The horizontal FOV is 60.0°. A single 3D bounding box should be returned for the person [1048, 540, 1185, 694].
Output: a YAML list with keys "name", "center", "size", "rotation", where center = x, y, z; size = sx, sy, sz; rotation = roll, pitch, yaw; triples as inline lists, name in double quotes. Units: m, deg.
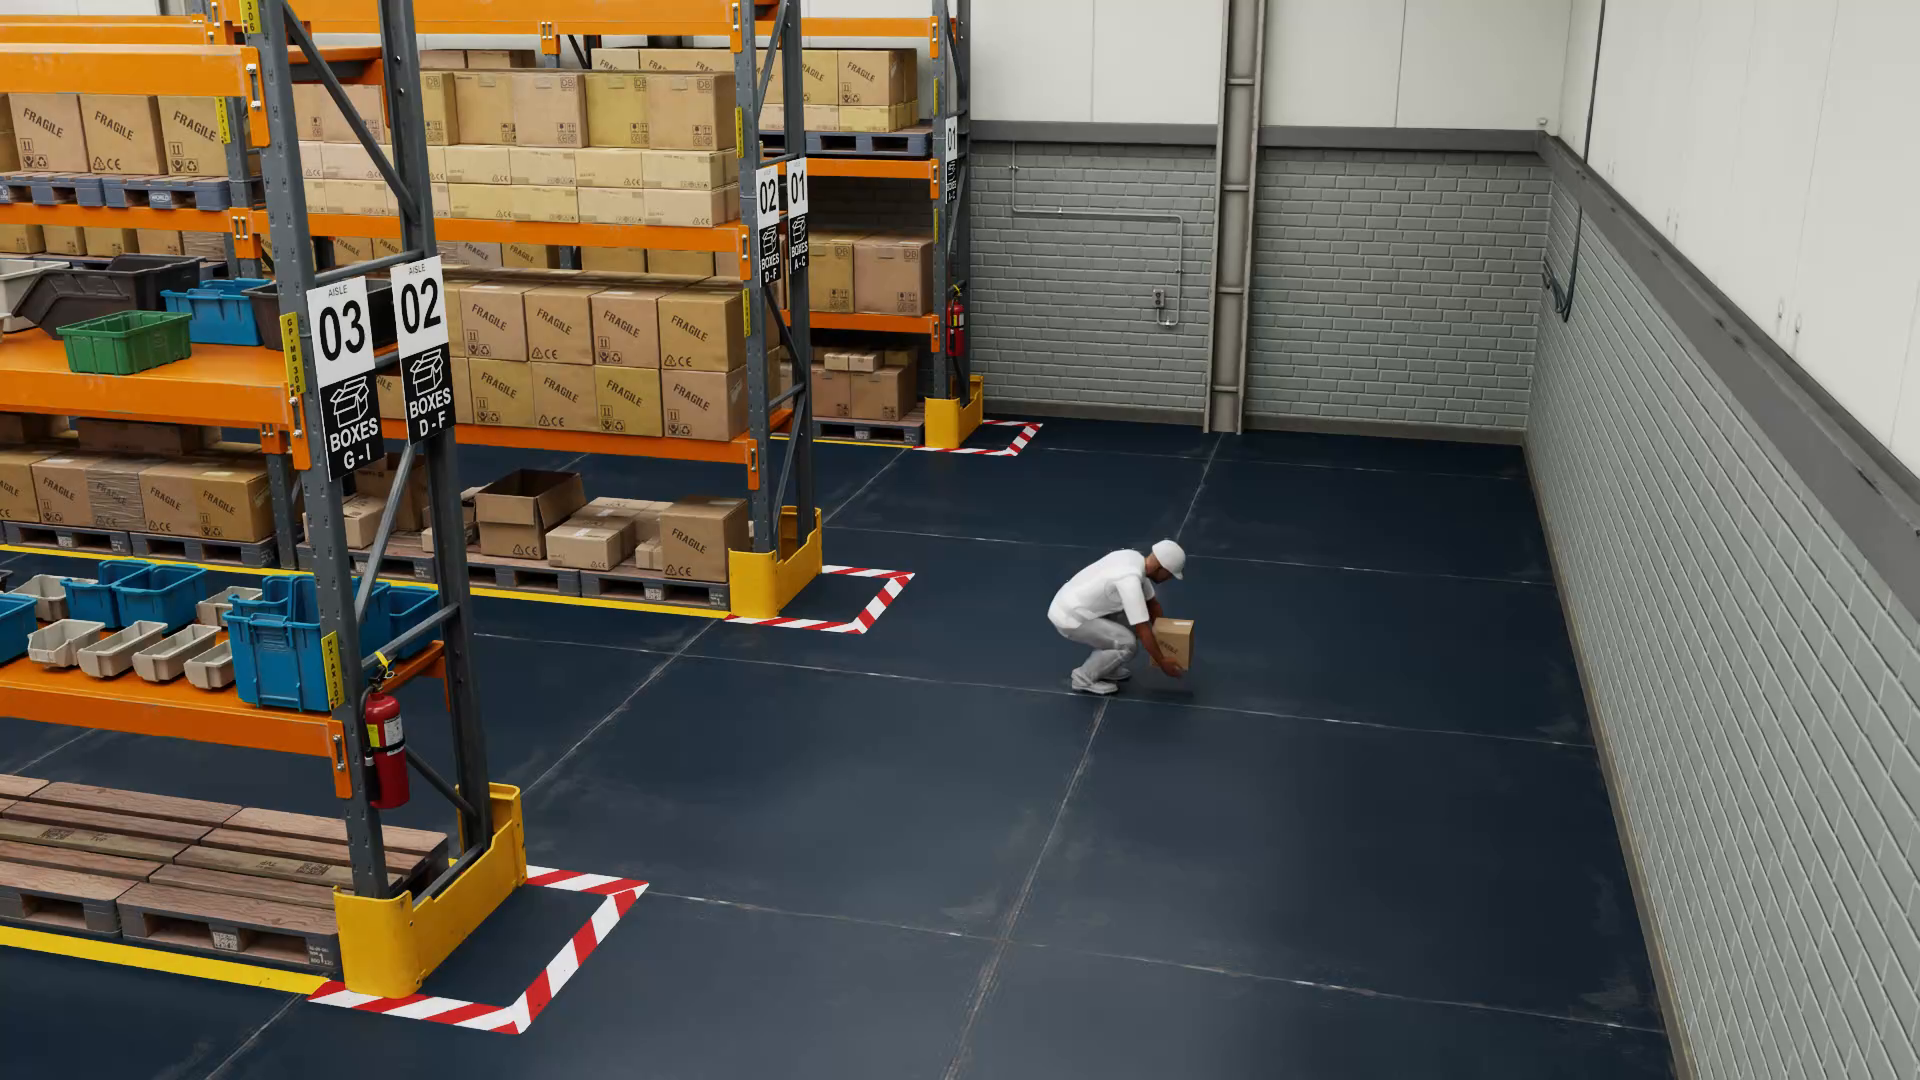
- name: "person"
  center: [1.038, 0.469, 10.817]
  size: [0.900, 1.008, 0.583]
  rotation: [4, 19, 13]
